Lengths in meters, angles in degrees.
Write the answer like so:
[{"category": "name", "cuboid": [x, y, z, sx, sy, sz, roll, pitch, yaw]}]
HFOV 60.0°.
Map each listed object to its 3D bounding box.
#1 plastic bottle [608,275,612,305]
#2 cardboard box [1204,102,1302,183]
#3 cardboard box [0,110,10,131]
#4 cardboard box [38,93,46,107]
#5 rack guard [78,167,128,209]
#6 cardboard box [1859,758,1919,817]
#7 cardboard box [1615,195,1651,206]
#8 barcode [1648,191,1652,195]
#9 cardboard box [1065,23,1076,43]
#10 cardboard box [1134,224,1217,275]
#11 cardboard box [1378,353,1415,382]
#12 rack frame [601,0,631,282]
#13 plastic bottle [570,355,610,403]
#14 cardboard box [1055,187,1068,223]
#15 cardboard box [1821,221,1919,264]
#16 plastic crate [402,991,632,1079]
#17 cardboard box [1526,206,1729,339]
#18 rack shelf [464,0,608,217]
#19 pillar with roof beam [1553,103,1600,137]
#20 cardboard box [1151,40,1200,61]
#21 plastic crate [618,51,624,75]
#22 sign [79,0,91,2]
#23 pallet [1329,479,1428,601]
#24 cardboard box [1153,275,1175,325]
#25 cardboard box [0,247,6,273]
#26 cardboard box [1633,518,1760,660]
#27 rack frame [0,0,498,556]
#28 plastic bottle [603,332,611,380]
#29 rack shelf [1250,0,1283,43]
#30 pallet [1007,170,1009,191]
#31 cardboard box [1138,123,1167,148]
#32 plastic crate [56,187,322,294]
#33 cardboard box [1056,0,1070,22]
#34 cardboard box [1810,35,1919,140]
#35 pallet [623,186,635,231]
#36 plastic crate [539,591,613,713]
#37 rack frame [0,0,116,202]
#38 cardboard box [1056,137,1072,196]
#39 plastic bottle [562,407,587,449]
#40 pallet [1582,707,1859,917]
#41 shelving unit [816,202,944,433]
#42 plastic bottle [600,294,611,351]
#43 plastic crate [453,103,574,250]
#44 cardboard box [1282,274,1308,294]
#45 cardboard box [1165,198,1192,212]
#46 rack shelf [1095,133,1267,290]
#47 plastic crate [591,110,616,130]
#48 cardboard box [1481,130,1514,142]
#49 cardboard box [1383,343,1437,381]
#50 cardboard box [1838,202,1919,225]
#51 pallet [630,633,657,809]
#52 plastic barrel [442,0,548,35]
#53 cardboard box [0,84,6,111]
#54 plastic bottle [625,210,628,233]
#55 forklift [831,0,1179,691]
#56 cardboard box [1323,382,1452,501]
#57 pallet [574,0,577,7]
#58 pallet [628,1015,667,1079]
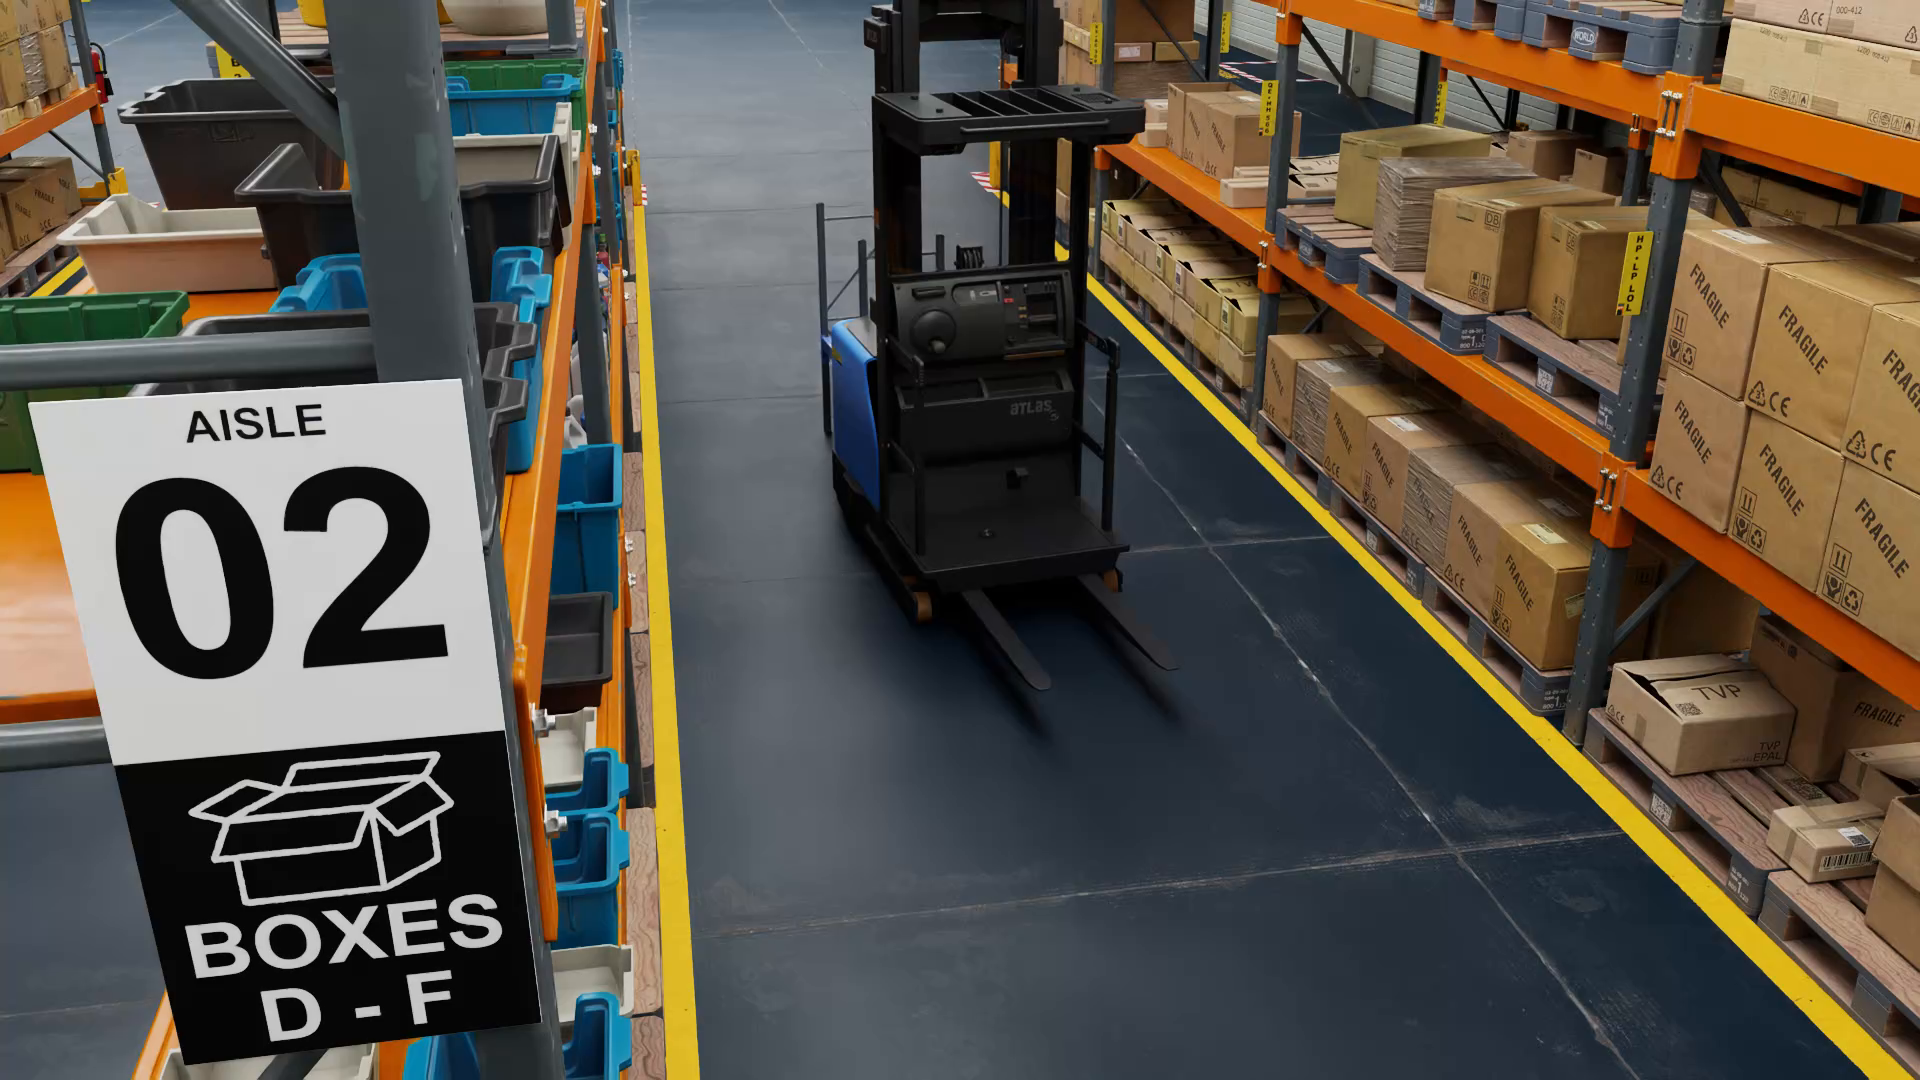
[{"category": "plastic bottle", "cuboid": [-1.909, -1.350, 8.840, 0.097, 0.201, 0.097, 0, 24, 0]}, {"category": "cardboard box", "cuboid": [2.075, -2.814, 11.820, 0.500, 0.500, 0.500, -6, 24, -13]}, {"category": "cardboard box", "cuboid": [-8.074, -3.432, 13.675, 0.380, 0.149, 0.250, -4, 24, -10]}, {"category": "cardboard box", "cuboid": [-8.380, -3.918, 14.788, 0.380, 0.149, 0.250, -4, 24, -10]}, {"category": "rack guard", "cuboid": [-8.800, -3.349, 16.293, 1.175, 0.500, 0.348, -4, 24, -10]}, {"category": "cardboard box", "cuboid": [3.664, 0.993, 6.038, 0.500, 0.311, 0.500, -4, 24, -10]}, {"category": "cardboard box", "cuboid": [6.401, -3.162, 15.732, 0.380, 0.166, 0.250, -8, 25, -17]}, {"category": "barcode", "cuboid": [6.667, -3.335, 16.061, 0.001, 0.075, 0.075, -4, 24, -10]}, {"category": "cardboard box", "cuboid": [1.167, -4.616, 15.136, 0.380, 0.149, 0.250, -4, 24, -8]}, {"category": "cardboard box", "cuboid": [1.677, -2.290, 12.956, 0.500, 0.311, 0.500, -5, 24, -11]}, {"category": "cardboard box", "cuboid": [2.805, -0.815, 9.941, 0.500, 0.500, 0.500, -3, 24, -8]}, {"category": "rack frame", "cuboid": [-3.207, -3.317, 13.098, 1.000, 3.000, 0.127, -4, 24, -10]}, {"category": "plastic bottle", "cuboid": [-1.610, -0.688, 7.233, 0.152, 0.276, 0.135, -4, 24, -10]}, {"category": "cardboard box", "cuboid": [1.171, -3.174, 15.680, 0.500, 0.250, 0.500, -4, 24, -10]}, {"category": "cardboard box", "cuboid": [3.489, -0.860, 6.097, 0.500, 0.500, 0.500, -4, 24, -9]}, {"category": "plastic crate", "cuboid": [-0.832, 1.072, 3.183, 0.416, 0.233, 0.300, -4, 24, -10]}, {"category": "cardboard box", "cuboid": [3.084, -1.243, 7.698, 0.700, 0.500, 0.500, -1, 24, -1]}, {"category": "rack shelf", "cuboid": [-2.098, -2.002, 7.238, 1.077, 0.370, 4.000, -4, 24, -10]}, {"category": "pillar with roof beam", "cuboid": [2.538, -7.843, 15.965, 9.100, 9.000, 0.400, -4, 24, -10]}, {"category": "cardboard box", "cuboid": [1.802, -4.145, 14.059, 0.380, 0.149, 0.250, -4, 24, -10]}, {"category": "plastic crate", "cuboid": [-3.560, -4.648, 16.330, 0.499, 0.251, 0.616, -4, 24, -10]}, {"category": "sign", "cuboid": [-8.265, -5.233, 15.642, 0.100, 0.325, 0.005, -4, 24, -10]}, {"category": "pallet", "cuboid": [2.724, -0.056, 9.114, 1.003, 0.211, 1.213, -4, 24, -10]}, {"category": "cardboard box", "cuboid": [1.777, -1.833, 12.610, 0.500, 0.250, 0.500, -4, 24, -9]}, {"category": "cardboard box", "cuboid": [-8.223, -2.383, 13.556, 0.500, 0.500, 0.500, 3, 24, 7]}, {"category": "cardboard box", "cuboid": [3.291, 0.200, 7.618, 0.500, 0.500, 0.500, -5, 24, -12]}, {"category": "rack frame", "cuboid": [-0.988, -1.346, 1.090, 1.000, 3.000, 0.127, -4, 24, -10]}, {"category": "plastic bottle", "cuboid": [-1.666, -0.863, 7.639, 0.097, 0.271, 0.097, 0, 24, 0]}, {"category": "rack shelf", "cuboid": [2.031, -3.941, 11.676, 1.077, 0.370, 4.000, -4, 24, -10]}, {"category": "pallet", "cuboid": [1.104, -3.680, 17.412, 1.003, 0.211, 1.213, -4, 24, -10]}, {"category": "cardboard box", "cuboid": [1.624, -3.204, 13.151, 0.380, 0.149, 0.250, -4, 24, -10]}, {"category": "plastic crate", "cuboid": [-1.614, -0.645, 3.562, 0.437, 0.136, 0.530, -4, 24, -10]}, {"category": "cardboard box", "cuboid": [1.295, -5.089, 15.408, 0.700, 0.500, 0.500, -4, 24, -10]}, {"category": "cardboard box", "cuboid": [3.076, -1.435, 5.227, 0.500, 0.250, 0.500, -4, 24, -10]}, {"category": "pallet", "cuboid": [-3.742, -3.266, 16.465, 1.003, 0.211, 1.213, -4, 24, -10]}, {"category": "plastic crate", "cuboid": [-1.257, 0.348, 4.973, 0.437, 0.125, 0.590, -4, 24, -10]}, {"category": "rack frame", "cuboid": [-8.814, -4.524, 15.861, 1.000, 3.000, 0.127, -4, 24, -10]}, {"category": "cardboard box", "cuboid": [1.184, -3.519, 15.532, 0.500, 0.500, 0.500, -4, 24, -10]}, {"category": "plastic bottle", "cuboid": [-1.482, -0.326, 6.311, 0.144, 0.351, 0.185, -4, 24, -10]}, {"category": "pallet", "cuboid": [3.267, 1.013, 6.668, 1.003, 0.211, 1.213, -4, 24, -10]}, {"category": "shelving unit", "cuboid": [-0.491, -1.228, 10.187, 0.538, 1.500, 1.048, -7, 25, -16]}, {"category": "plastic bottle", "cuboid": [-1.774, -1.078, 8.033, 0.144, 0.351, 0.185, -4, 24, -10]}, {"category": "plastic crate", "cuboid": [-1.095, -0.812, 3.762, 0.437, 0.282, 0.530, -4, 24, -10]}, {"category": "cardboard box", "cuboid": [2.488, -1.732, 11.678, 0.500, 0.311, 0.500, -5, 24, -11]}, {"category": "cardboard box", "cuboid": [2.018, -2.734, 13.971, 0.500, 0.311, 0.500, -4, 24, -10]}, {"category": "rack shelf", "cuboid": [2.031, -2.566, 12.276, 1.077, 0.370, 4.000, -4, 24, -10]}, {"category": "plastic crate", "cuboid": [-2.697, -2.899, 12.160, 0.392, 0.384, 0.575, -4, 24, -10]}, {"category": "cardboard box", "cuboid": [5.829, -4.314, 18.190, 0.500, 0.311, 0.500, -7, 25, -16]}, {"category": "cardboard box", "cuboid": [2.819, -1.136, 9.741, 0.500, 0.250, 0.500, -3, 24, -8]}, {"category": "cardboard box", "cuboid": [7.041, -2.385, 12.600, 0.500, 0.250, 0.500, -4, 24, -9]}, {"category": "pallet", "cuboid": [-1.830, 0.801, 7.153, 1.003, 0.211, 1.213, -4, 24, -10]}, {"category": "plastic barrel", "cuboid": [-1.579, -2.025, 5.698, 0.433, 0.535, 0.433, 0, 24, 0]}, {"category": "cardboard box", "cuboid": [-8.346, -3.703, 13.484, 0.875, 0.500, 0.500, -4, 24, -10]}, {"category": "plastic bottle", "cuboid": [-3.062, -2.895, 14.890, 0.144, 0.351, 0.185, -4, 24, -10]}, {"category": "forklift", "cuboid": [0.192, -1.105, 8.118, 1.130, 2.935, 3.031, -7, 25, -16]}, {"category": "cardboard box", "cuboid": [2.395, -0.562, 9.362, 0.500, 0.500, 0.500, -5, 24, -10]}, {"category": "pallet", "cuboid": [-2.422, -2.724, 8.227, 1.003, 0.211, 1.213, -4, 24, -10]}, {"category": "pallet", "cuboid": [-1.325, 1.875, 4.694, 1.003, 0.211, 1.213, -4, 24, -10]}]
